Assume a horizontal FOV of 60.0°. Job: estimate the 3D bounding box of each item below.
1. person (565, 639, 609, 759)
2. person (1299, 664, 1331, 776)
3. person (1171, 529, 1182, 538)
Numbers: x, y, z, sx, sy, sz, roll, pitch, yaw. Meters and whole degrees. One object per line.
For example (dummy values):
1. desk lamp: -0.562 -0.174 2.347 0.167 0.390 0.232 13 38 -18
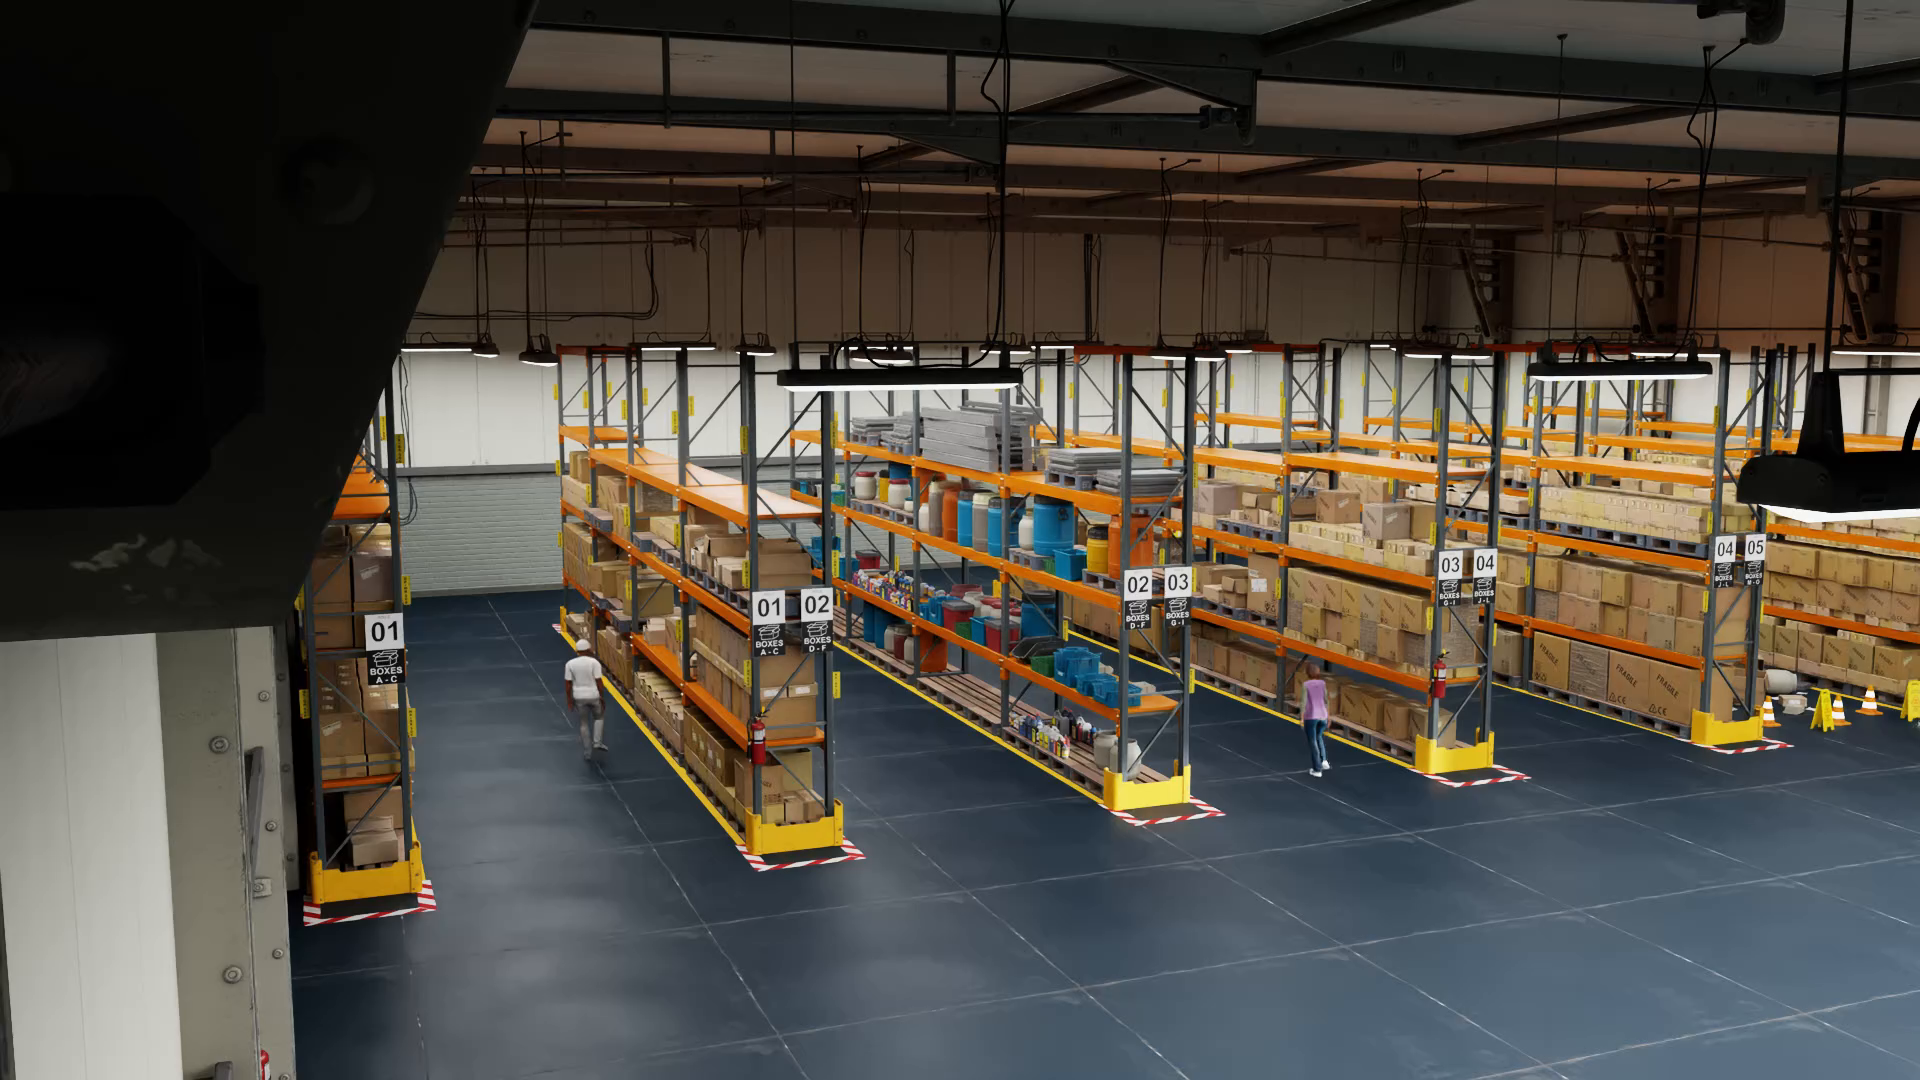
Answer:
1. person: -5.515 2.341 24.553 0.601 1.755 0.506 -2 7 -13
2. person: 5.031 2.545 23.593 0.450 1.586 0.442 -2 7 -13
3. person: 5.399 0.176 41.503 0.583 1.760 0.489 7 10 44
